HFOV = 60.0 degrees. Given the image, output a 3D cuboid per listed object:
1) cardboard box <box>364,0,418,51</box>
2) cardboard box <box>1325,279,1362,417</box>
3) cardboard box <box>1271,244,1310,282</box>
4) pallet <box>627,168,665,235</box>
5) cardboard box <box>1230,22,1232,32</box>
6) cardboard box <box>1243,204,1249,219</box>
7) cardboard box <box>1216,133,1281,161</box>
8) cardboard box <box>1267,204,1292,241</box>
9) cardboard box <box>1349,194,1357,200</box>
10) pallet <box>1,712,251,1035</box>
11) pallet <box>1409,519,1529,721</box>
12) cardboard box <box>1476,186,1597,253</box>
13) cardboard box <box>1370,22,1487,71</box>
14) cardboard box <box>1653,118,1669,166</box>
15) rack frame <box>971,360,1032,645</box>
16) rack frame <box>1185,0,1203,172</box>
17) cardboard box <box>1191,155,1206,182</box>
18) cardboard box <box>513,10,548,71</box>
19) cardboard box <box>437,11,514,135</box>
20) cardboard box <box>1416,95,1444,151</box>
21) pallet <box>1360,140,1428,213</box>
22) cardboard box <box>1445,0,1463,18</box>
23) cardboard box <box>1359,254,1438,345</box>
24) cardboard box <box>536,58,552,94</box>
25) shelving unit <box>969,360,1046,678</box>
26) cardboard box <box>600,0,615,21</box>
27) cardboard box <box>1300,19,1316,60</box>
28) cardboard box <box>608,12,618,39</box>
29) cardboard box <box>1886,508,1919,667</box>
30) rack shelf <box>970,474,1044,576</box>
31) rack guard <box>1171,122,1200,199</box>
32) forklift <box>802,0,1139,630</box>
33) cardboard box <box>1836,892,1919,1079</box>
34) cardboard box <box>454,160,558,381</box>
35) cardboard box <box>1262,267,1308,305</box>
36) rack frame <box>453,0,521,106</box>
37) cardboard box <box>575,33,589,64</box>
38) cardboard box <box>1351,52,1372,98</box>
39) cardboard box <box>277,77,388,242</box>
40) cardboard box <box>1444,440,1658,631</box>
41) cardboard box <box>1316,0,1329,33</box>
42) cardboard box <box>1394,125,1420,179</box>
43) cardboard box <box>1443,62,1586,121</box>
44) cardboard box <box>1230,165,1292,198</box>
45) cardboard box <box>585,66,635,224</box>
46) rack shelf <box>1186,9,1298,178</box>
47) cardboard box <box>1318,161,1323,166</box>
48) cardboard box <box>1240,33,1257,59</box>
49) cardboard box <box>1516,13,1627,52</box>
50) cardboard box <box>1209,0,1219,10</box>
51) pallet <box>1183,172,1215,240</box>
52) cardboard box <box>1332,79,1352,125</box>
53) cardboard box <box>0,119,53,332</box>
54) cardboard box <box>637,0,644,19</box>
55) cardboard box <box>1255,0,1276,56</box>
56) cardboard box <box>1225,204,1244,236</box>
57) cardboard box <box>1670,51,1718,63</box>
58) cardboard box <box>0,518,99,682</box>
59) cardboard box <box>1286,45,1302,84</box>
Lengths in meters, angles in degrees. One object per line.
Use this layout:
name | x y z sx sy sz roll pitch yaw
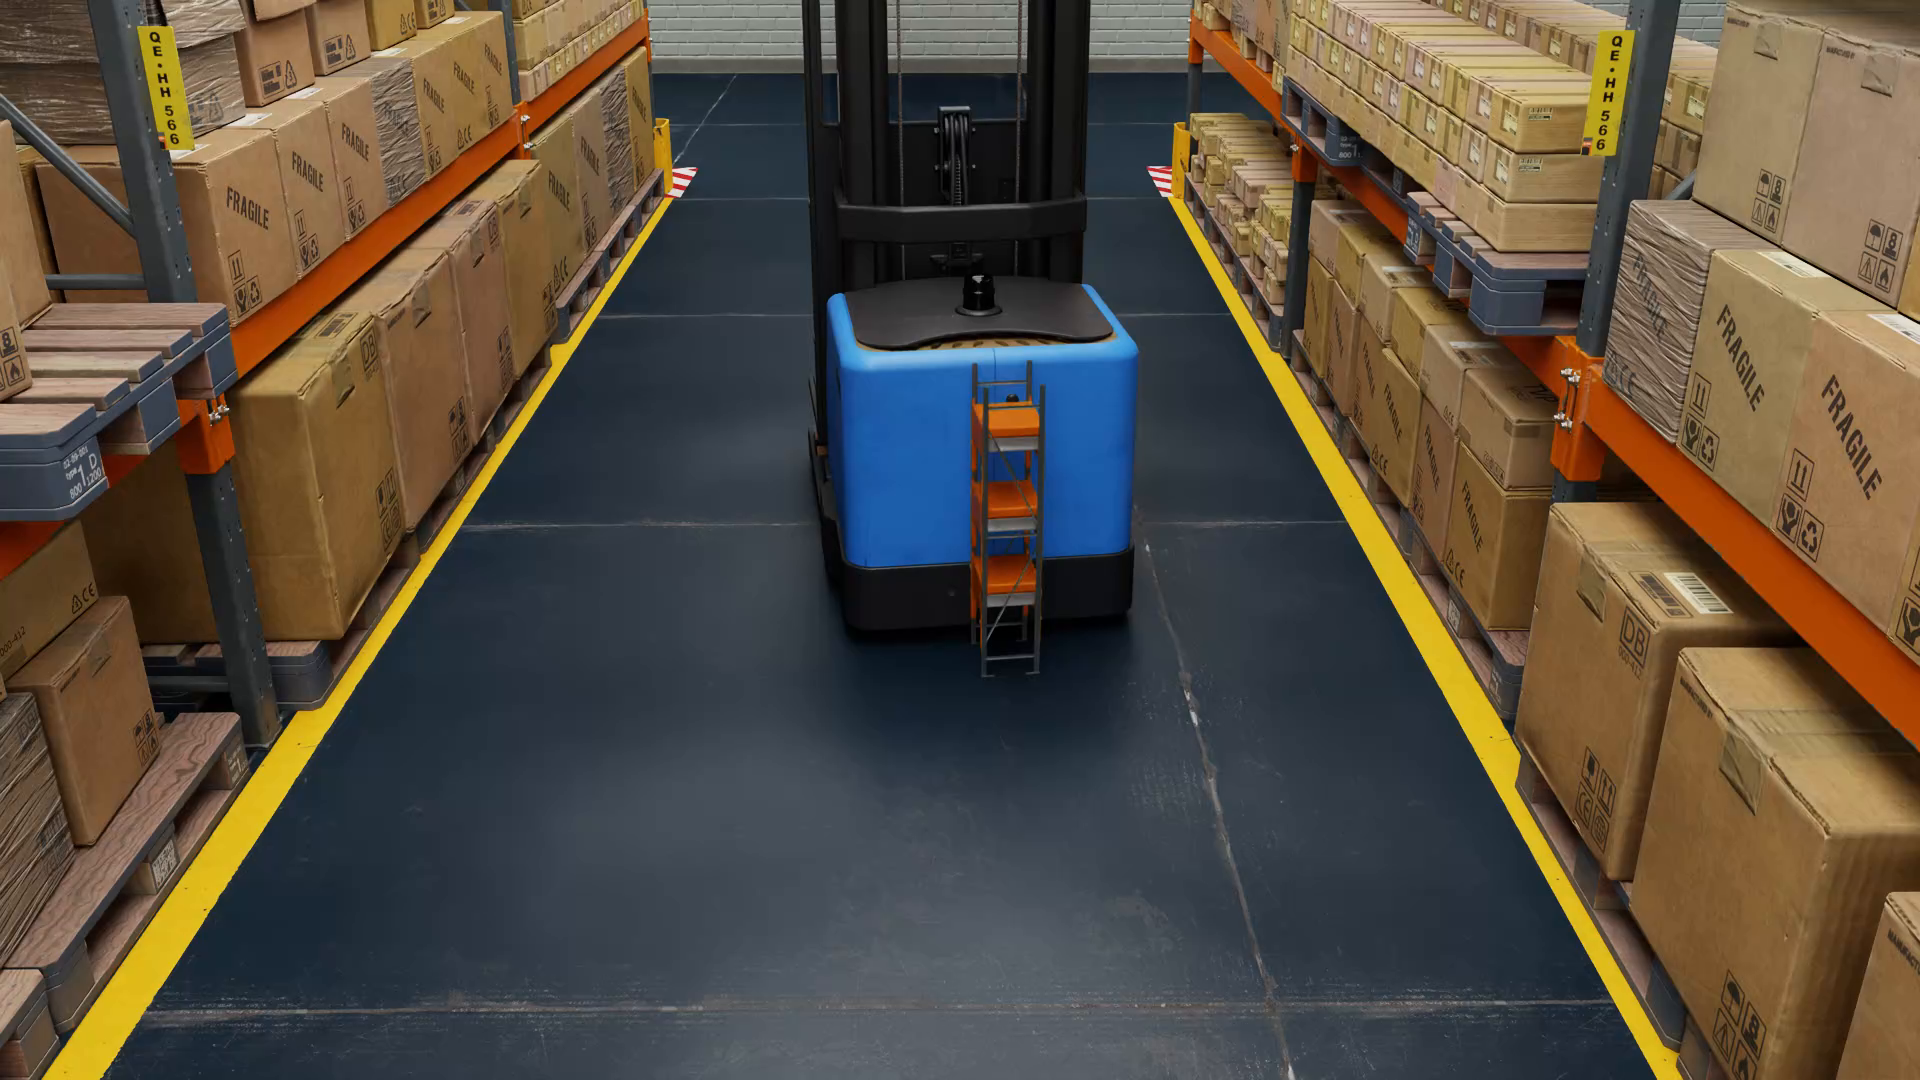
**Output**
cardboard box | -2.724 -2.326 6.915 0.797 0.503 0.637 0 24 0
cardboard box | 1.976 -0.879 7.578 0.500 0.500 0.500 1 24 2
cardboard box | 1.904 -1.507 9.030 0.380 0.149 0.250 0 24 0
pallet | -2.692 -2.418 11.841 1.003 0.211 1.213 0 24 -1
cardboard box | 1.991 -3.427 10.993 0.380 0.149 0.250 1 24 2
cardboard box | 1.959 -2.048 10.227 0.380 0.149 0.250 -1 24 -3
cardboard box | 1.931 -2.625 11.143 0.380 0.149 0.250 -1 24 -3
cardboard box | 1.919 -1.764 9.239 0.380 0.149 0.250 0 24 0
cardboard box | 2.433 -1.875 9.483 0.380 0.149 0.250 -1 24 -1
pallet | -2.684 0.871 4.568 1.003 0.211 1.213 0 24 -1
pallet | 2.262 0.246 5.949 1.003 0.211 1.213 0 24 -1
cardboard box | 1.804 -0.980 5.073 0.380 0.149 0.250 0 24 0
cardboard box | 1.792 -1.890 6.362 0.380 0.149 0.250 0 24 1
cardboard box | 2.454 -1.336 5.499 0.380 0.149 0.250 -1 24 -2
rack frame | 0.140 -0.111 5.721 0.200 1.050 0.008 -3 25 -7
rack frame | 2.182 -3.999 11.951 1.000 3.000 0.127 0 24 -1
cardboard box | 1.868 -2.674 11.972 0.380 0.149 0.250 0 24 1
cardboard box | -2.478 -2.632 8.750 0.500 0.250 0.500 -1 24 -2
cardboard box | -2.457 -2.224 7.906 0.500 0.500 0.500 0 24 0
cardboard box | 1.796 -1.438 5.723 0.380 0.149 0.250 0 24 0
pallet | 2.207 -1.430 6.505 1.003 0.211 1.213 0 24 -1
cardboard box | 2.429 -2.423 7.541 0.380 0.149 0.250 -1 24 -2
cardboard box | 1.979 -1.009 6.955 0.500 0.250 0.500 1 24 1
cardboard box | -2.409 -2.487 8.914 0.380 0.149 0.250 -1 24 -2
shelving unit | 0.156 -0.061 5.611 0.215 1.050 0.252 -3 25 -7
cardboard box | -2.497 -3.468 10.599 0.500 0.250 0.500 -1 24 -2
cardboard box | 1.775 -2.292 7.611 0.380 0.149 0.250 -1 24 -2
cardboard box | -2.433 -3.337 10.794 0.380 0.149 0.250 -1 24 -2
cardboard box | 2.021 0.061 2.854 0.500 0.500 0.500 -1 24 -1
rack shelf | 0.156 -0.052 5.615 0.215 0.259 0.240 -3 25 -7
rack guard | 2.183 -2.828 12.397 1.175 0.500 0.348 0 24 -1
forklift | -0.085 -1.592 6.714 1.130 2.935 3.031 -3 25 -7
cardboard box | 2.209 1.127 2.839 1.050 0.750 0.750 0 24 -1
cardboard box | -2.708 -1.329 8.118 1.225 0.875 0.875 0 24 0
cardboard box | 1.881 -1.403 9.162 0.380 0.149 0.250 0 24 0
rack frame | -2.735 -2.370 8.350 1.000 3.000 0.127 0 24 -1
cardboard box | -2.420 -2.913 9.855 0.380 0.149 0.250 0 24 0
cardboard box | 1.789 -1.858 6.652 0.380 0.149 0.250 -1 24 -1
cardboard box | -2.442 -1.392 6.067 0.500 0.500 0.500 -1 24 -2
cardboard box | 2.001 -0.025 5.688 0.500 0.500 0.500 0 24 -1
cardboard box | 1.779 -2.314 7.299 0.380 0.149 0.250 0 24 0
cardboard box | 1.797 -1.402 6.006 0.380 0.149 0.250 -1 24 -3
cardboard box | 1.802 -1.461 5.415 0.380 0.149 0.250 0 24 1
cardboard box | 1.874 -2.196 10.194 0.380 0.149 0.250 -1 24 -2
cardboard box | -2.682 -2.603 10.934 0.875 0.875 0.875 0 24 -1
rack shelf | 2.204 -2.847 10.277 1.077 0.370 4.000 0 24 -1
cardboard box | 2.438 -2.301 10.425 0.380 0.149 0.250 0 24 0
cardboard box | 1.899 -2.997 10.040 0.380 0.149 0.250 0 24 0
cardboard box | 2.439 -1.997 6.598 0.380 0.149 0.250 -1 24 -3
cardboard box | 1.942 -3.773 10.970 0.500 0.500 0.500 0 24 0
pallet | 2.156 -2.362 11.716 1.003 0.211 1.213 0 24 -1
cardboard box | 1.783 -1.837 6.968 0.380 0.149 0.250 -1 24 -3
cardboard box | -2.646 -0.736 4.107 0.500 0.500 0.500 -3 25 -7
cardboard box | -2.446 -3.758 11.725 0.380 0.149 0.250 0 24 0
cardboard box | 1.933 -2.944 9.136 0.500 0.500 0.500 -1 24 -2
cardboard box | 1.898 -2.036 10.563 0.380 0.149 0.250 0 24 -1
cardboard box | 2.452 -1.562 5.638 0.380 0.149 0.250 -1 24 -3
cardboard box | -2.654 0.151 4.365 0.500 0.250 0.500 1 24 2
cardboard box | 1.770 -2.263 7.909 0.380 0.149 0.250 -1 24 -3
